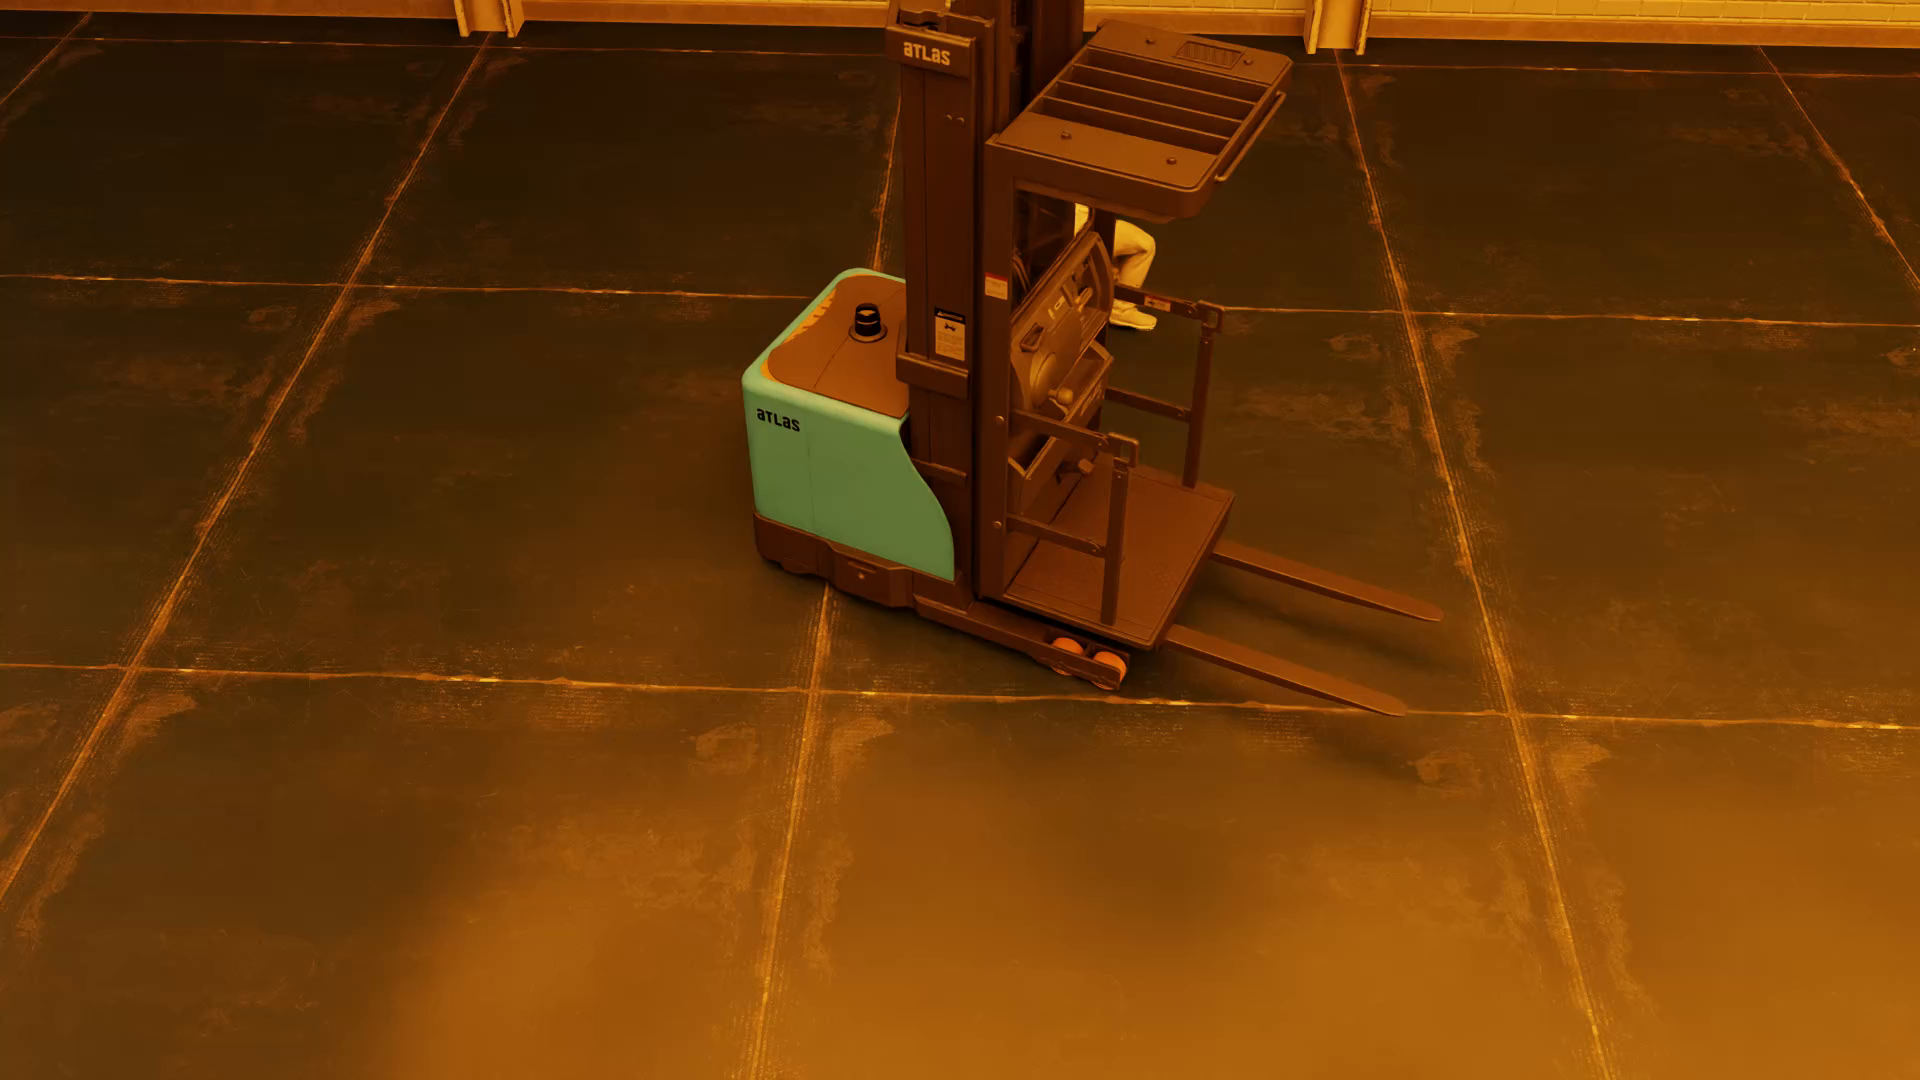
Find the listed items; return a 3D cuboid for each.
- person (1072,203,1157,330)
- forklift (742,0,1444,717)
[{"bbox_3d":[0.950,-1.691,8.744,1.011,1.409,0.730,-15,45,-16],"label":"person"},{"bbox_3d":[0.601,-0.847,6.670,3.031,2.935,1.130,18,45,19],"label":"forklift"}]
